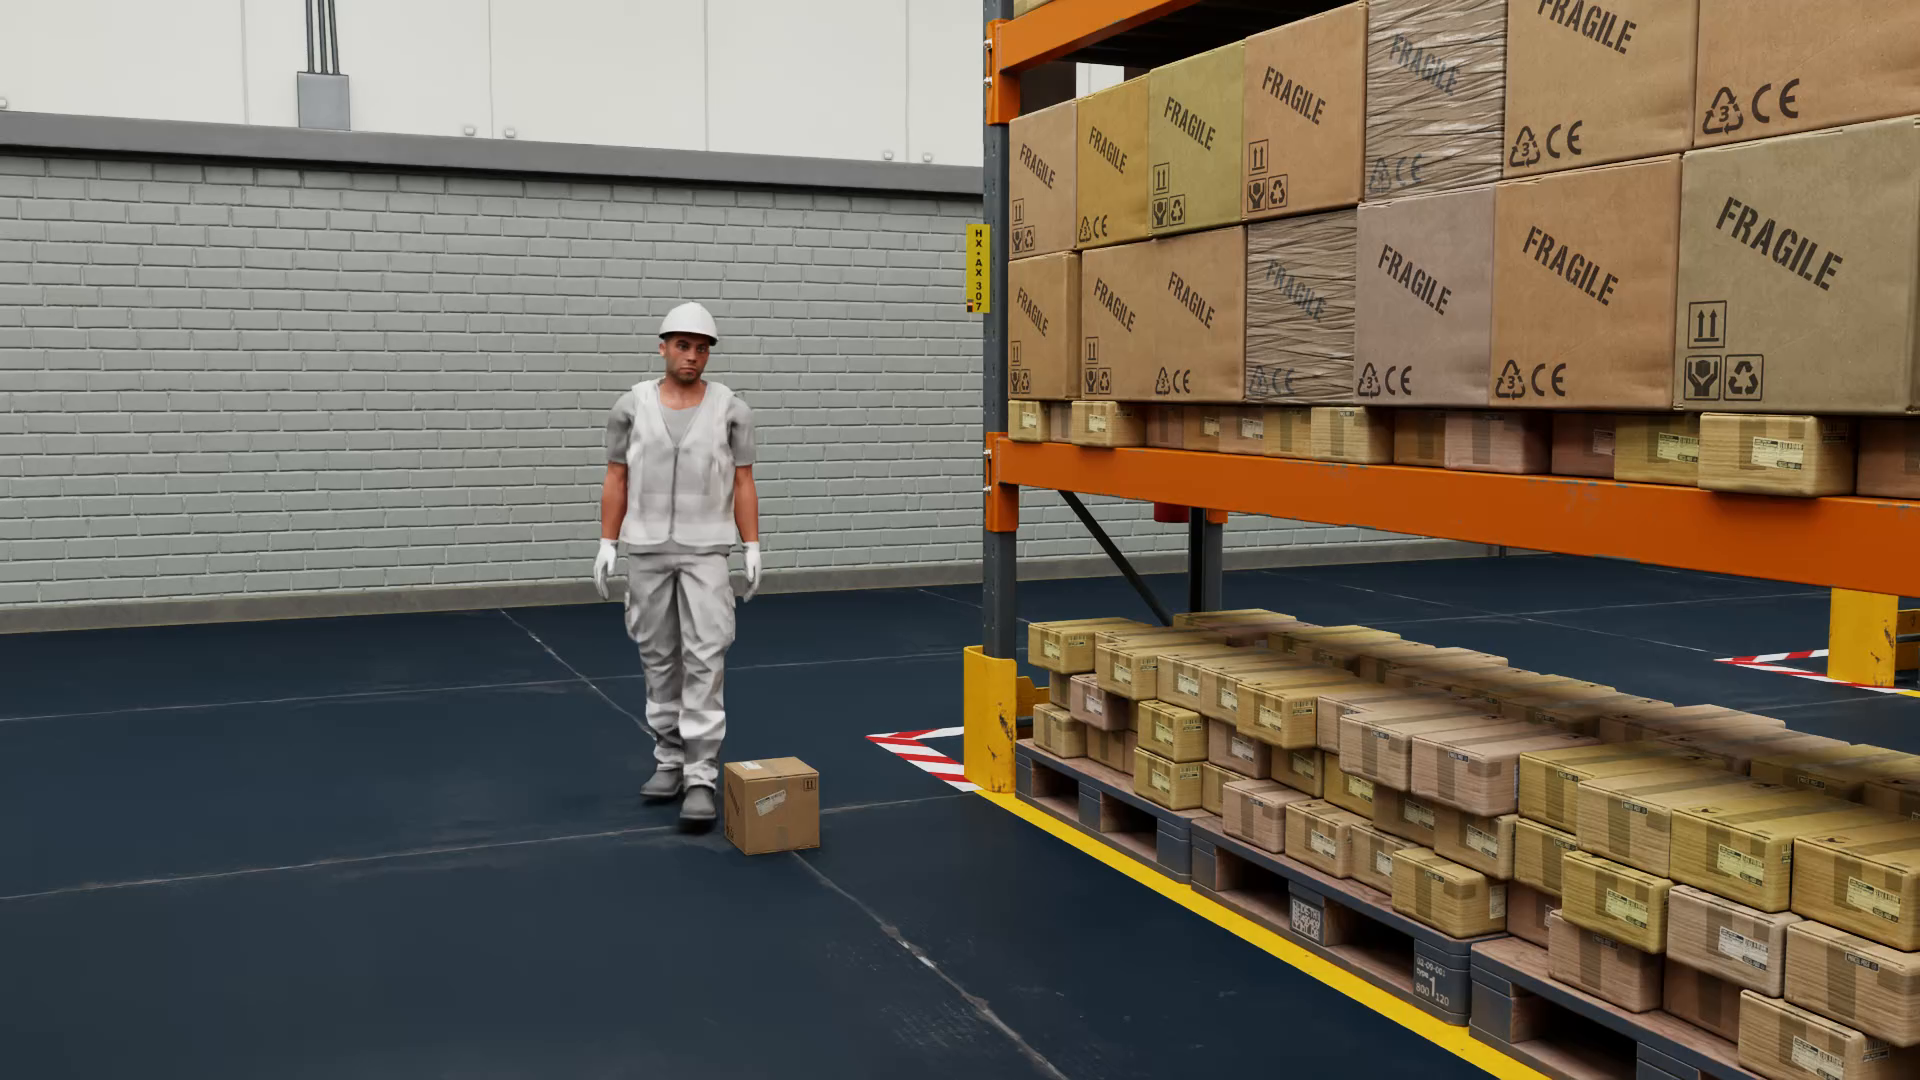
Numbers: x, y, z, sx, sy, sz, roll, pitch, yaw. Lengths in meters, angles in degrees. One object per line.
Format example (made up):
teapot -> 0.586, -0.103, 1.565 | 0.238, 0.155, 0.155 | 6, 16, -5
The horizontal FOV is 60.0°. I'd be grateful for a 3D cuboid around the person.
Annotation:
person -> -0.976, 0.065, 5.788 | 0.590, 1.781, 0.706 | 0, 5, -5
